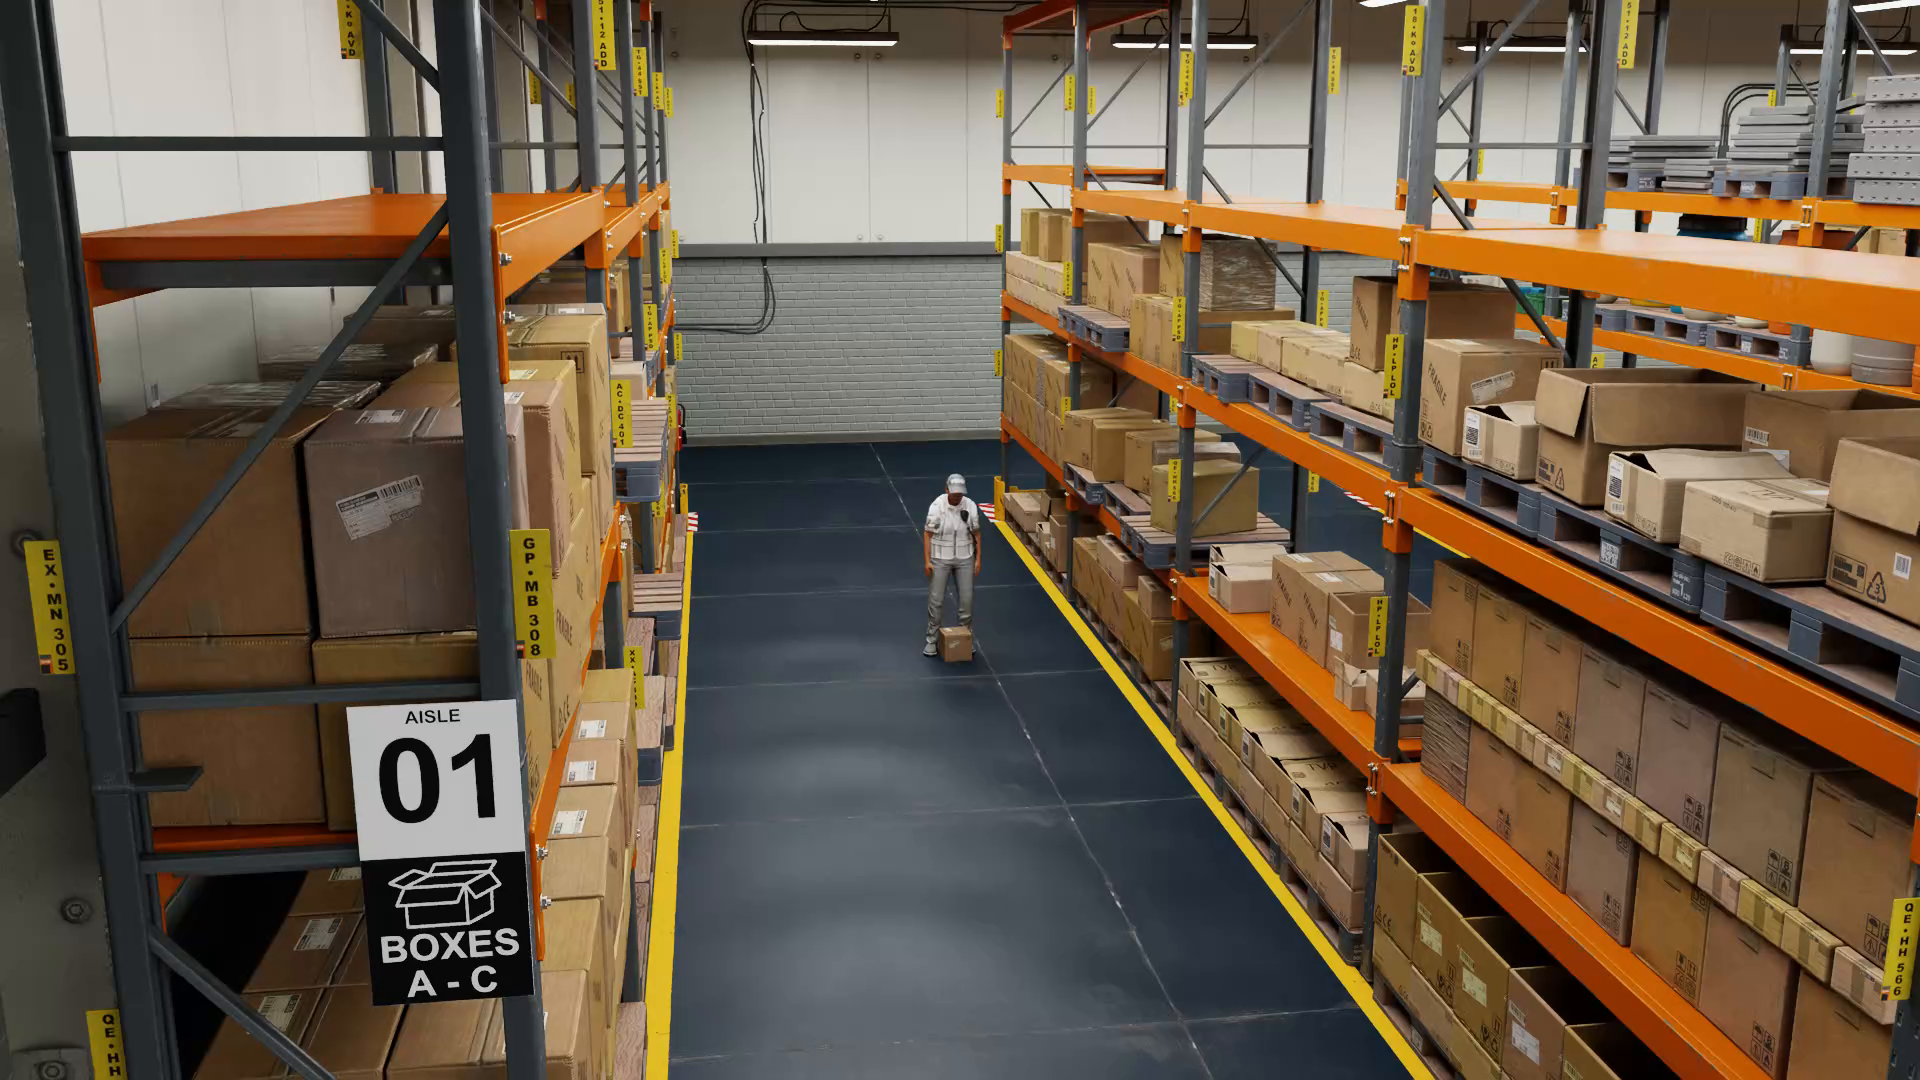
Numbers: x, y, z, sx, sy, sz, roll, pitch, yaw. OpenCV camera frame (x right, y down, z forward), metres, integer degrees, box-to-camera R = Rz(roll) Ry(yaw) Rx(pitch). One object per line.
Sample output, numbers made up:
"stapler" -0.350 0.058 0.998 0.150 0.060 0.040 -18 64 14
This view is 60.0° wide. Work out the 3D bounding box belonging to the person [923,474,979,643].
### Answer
"person" -0.072 0.172 15.099 0.524 1.599 0.465 -3 14 -11
